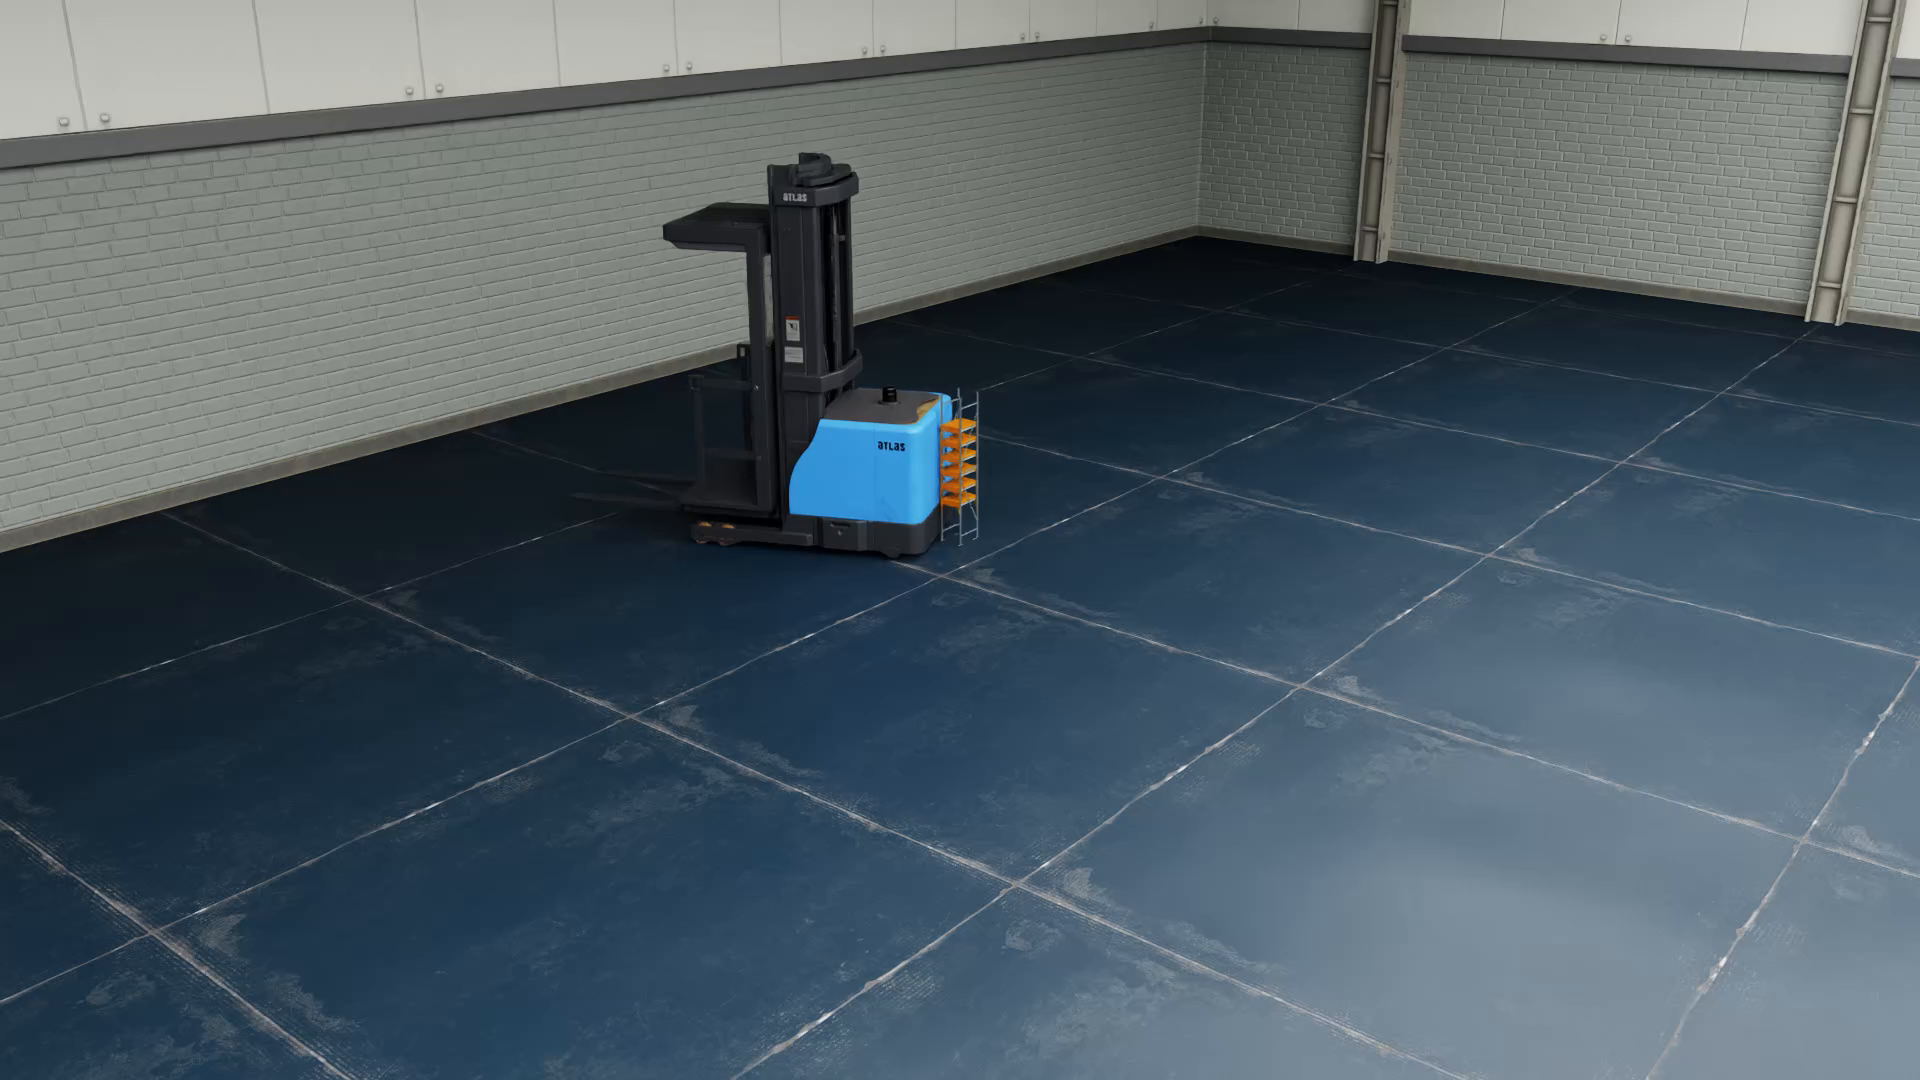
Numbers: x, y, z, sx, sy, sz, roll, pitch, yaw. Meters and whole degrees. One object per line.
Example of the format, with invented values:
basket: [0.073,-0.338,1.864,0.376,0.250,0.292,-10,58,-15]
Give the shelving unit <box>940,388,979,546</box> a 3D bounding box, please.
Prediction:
shelving unit: [-0.004,-0.564,12.963,0.189,1.200,0.258,15,25,34]

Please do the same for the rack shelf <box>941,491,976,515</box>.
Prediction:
rack shelf: [-0.004,-0.298,13.063,0.180,0.103,0.258,15,25,34]

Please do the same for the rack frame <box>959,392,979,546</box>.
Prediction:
rack frame: [0.069,-0.545,12.912,0.006,1.200,0.240,15,25,34]

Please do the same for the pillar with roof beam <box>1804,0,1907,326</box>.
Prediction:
pillar with roof beam: [7.798,-5.696,15.518,0.400,9.000,9.100,16,26,36]

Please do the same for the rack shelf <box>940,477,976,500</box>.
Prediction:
rack shelf: [-0.004,-0.410,13.021,0.180,0.103,0.258,15,25,34]

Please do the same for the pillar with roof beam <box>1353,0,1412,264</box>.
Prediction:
pillar with roof beam: [3.149,-7.034,19.068,0.400,9.000,9.100,16,26,36]

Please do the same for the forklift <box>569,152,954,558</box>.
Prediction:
forklift: [-1.625,-1.498,12.986,3.031,2.935,1.130,5,21,13]

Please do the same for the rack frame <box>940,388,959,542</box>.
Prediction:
rack frame: [-0.078,-0.583,13.014,0.006,1.200,0.240,15,25,34]

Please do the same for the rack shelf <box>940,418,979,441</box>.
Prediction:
rack shelf: [-0.004,-0.859,12.852,0.180,0.103,0.258,15,25,34]

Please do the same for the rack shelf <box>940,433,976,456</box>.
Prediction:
rack shelf: [-0.004,-0.747,12.894,0.180,0.103,0.258,15,25,34]

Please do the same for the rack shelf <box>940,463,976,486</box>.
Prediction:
rack shelf: [-0.004,-0.522,12.979,0.180,0.103,0.258,15,25,34]

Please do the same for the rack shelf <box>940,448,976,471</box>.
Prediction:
rack shelf: [-0.004,-0.635,12.936,0.180,0.103,0.258,15,25,34]
